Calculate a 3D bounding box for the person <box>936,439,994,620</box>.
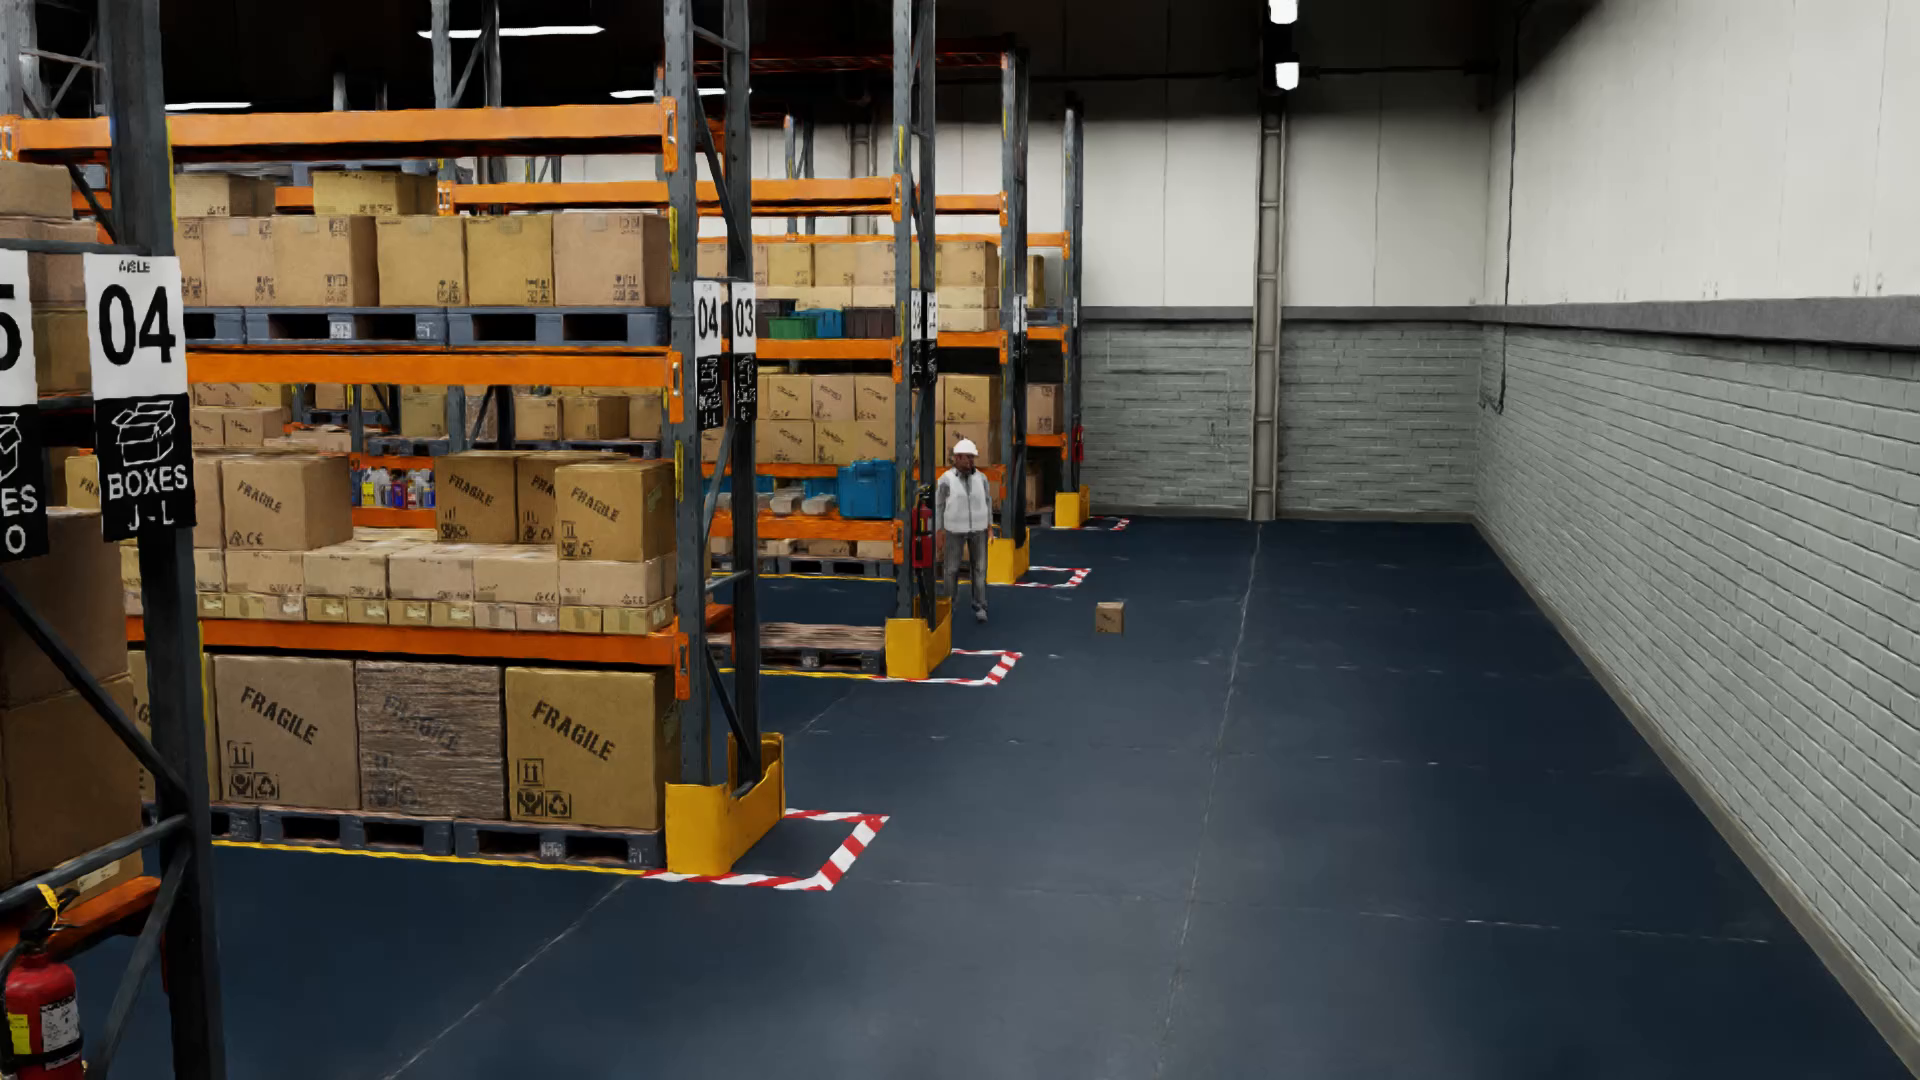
[{"bbox_3d":[0.047,-0.089,16.162,0.577,1.779,0.471,-2,8,-14],"label":"person"}]
